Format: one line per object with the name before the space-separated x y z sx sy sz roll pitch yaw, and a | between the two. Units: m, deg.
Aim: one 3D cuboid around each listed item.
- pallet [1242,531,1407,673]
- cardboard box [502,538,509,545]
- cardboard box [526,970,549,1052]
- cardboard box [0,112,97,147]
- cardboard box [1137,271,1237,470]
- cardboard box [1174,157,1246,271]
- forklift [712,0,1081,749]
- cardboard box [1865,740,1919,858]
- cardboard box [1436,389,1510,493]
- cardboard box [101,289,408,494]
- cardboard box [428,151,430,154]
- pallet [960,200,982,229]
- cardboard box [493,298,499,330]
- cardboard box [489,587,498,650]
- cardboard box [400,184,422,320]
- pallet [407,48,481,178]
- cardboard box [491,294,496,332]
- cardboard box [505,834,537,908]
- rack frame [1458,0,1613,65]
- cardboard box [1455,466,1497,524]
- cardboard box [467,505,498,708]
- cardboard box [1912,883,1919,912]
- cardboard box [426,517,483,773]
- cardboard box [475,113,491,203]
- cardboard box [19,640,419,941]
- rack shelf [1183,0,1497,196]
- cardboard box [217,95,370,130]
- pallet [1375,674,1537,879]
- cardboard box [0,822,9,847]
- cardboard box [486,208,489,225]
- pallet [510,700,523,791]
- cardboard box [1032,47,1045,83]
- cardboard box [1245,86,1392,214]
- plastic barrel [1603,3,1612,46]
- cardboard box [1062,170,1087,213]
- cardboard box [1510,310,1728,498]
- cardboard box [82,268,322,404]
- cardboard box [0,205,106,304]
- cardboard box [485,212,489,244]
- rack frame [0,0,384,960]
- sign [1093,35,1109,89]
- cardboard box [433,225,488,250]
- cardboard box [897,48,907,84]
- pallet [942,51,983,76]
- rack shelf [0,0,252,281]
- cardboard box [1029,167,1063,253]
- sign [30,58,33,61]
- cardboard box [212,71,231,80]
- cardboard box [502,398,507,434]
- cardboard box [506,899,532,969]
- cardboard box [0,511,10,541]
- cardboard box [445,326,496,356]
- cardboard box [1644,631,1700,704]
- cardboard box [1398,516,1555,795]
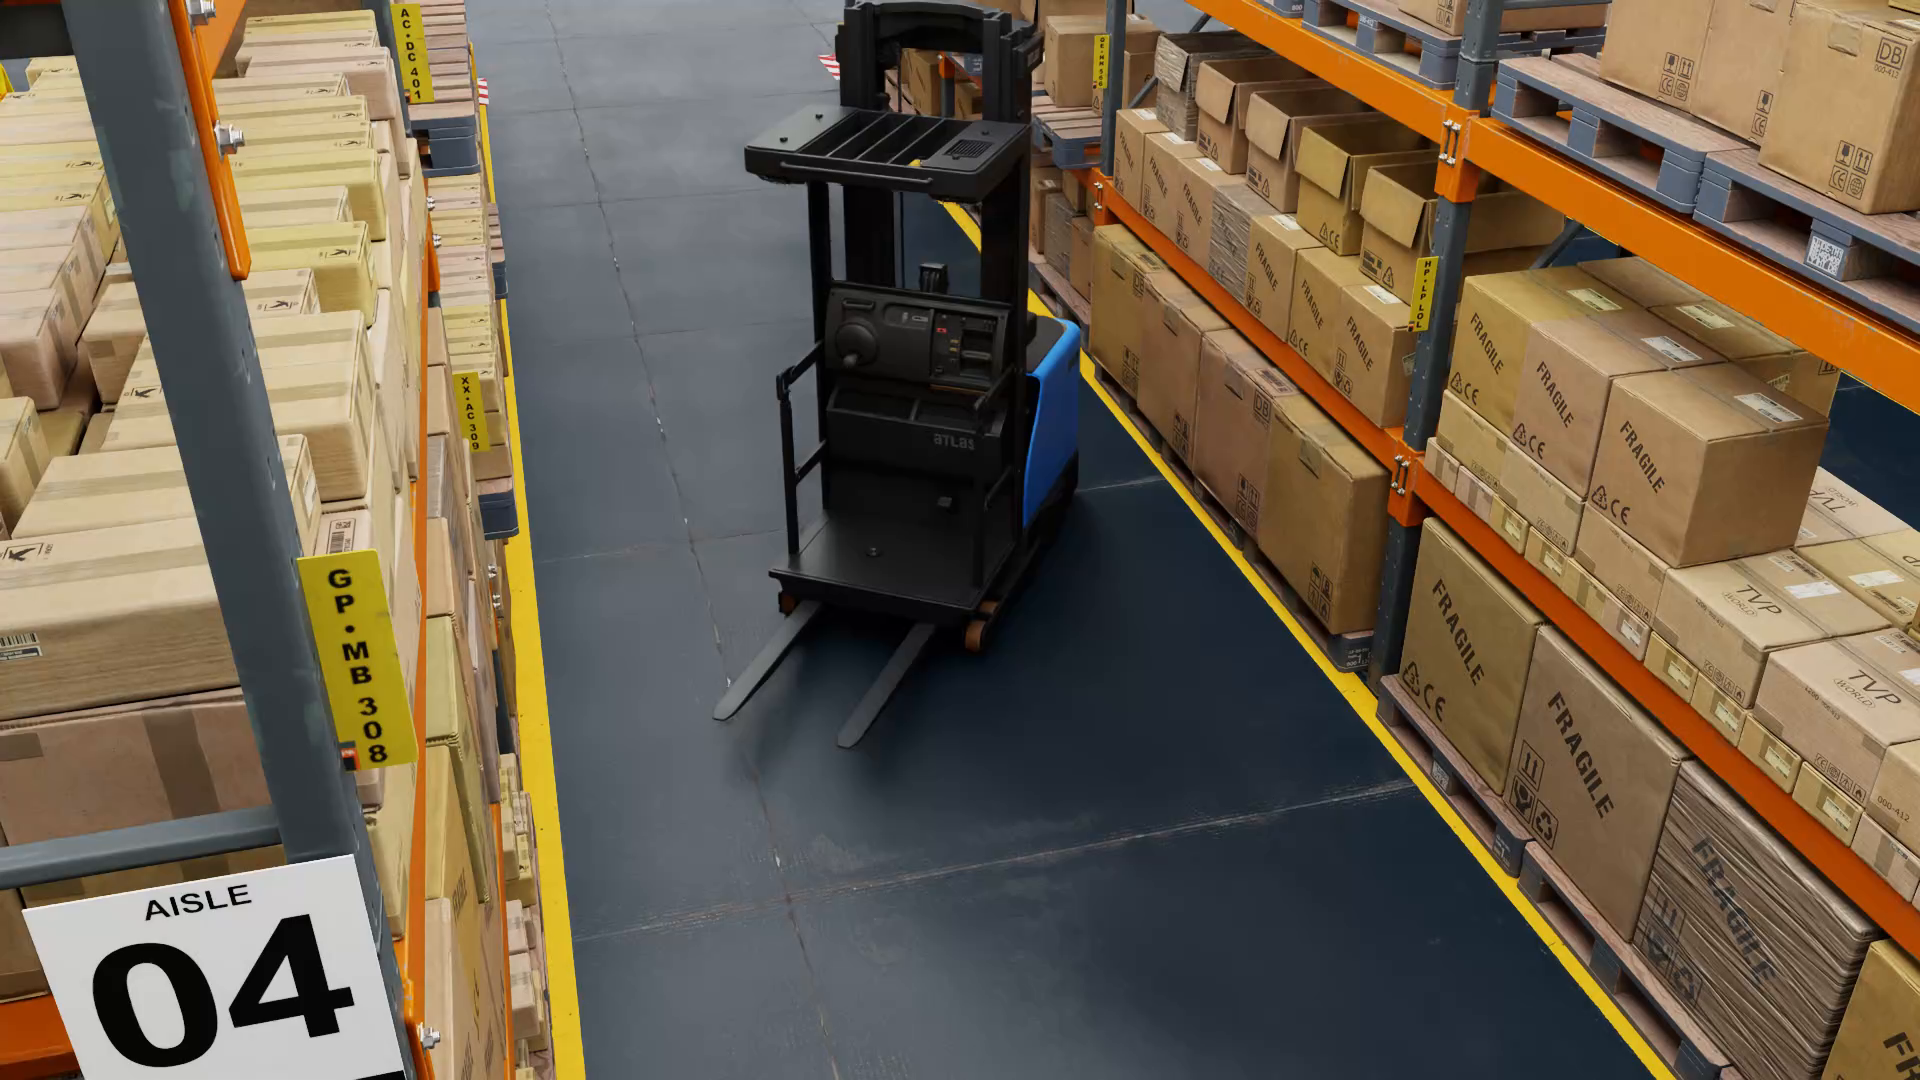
pallet | 2.181 0.209 8.679 1.003 0.211 1.213 -8 31 -13
cardboard box | -2.696 -0.269 8.797 0.500 0.500 0.500 -9 31 -16
cardboard box | -1.643 1.671 5.795 0.380 0.149 0.250 -8 31 -13
cardboard box | -2.232 -0.971 4.192 0.380 0.149 0.250 -9 31 -15
cardboard box | 1.789 -1.062 9.792 1.225 0.875 0.875 -8 31 -13
cardboard box | 1.542 -1.844 9.342 0.500 0.500 0.500 -8 31 -14
forklift | -0.288 -0.939 7.946 1.130 2.935 3.031 10 32 17
cardboard box | 3.001 0.789 4.746 0.500 0.250 0.500 -8 31 -14
cardboard box | 2.330 -0.438 6.864 0.500 0.250 0.500 -8 31 -14
cardboard box | -1.417 -0.287 3.407 0.500 0.250 0.500 -7 31 -13
cardboard box | -2.776 -1.990 8.931 0.380 0.149 0.250 -8 31 -14
pallet | 0.543 -2.917 14.078 1.003 0.211 1.213 -8 31 -13
cardboard box | -2.427 -1.101 7.990 0.380 0.149 0.250 -9 31 -16
cardboard box | -1.876 0.301 5.987 0.380 0.149 0.250 -9 31 -15
cardboard box | -1.839 -0.814 4.818 0.500 0.250 0.500 -8 31 -13
pallet | -2.412 -1.554 6.134 1.213 0.211 1.003 -8 31 -13
cardboard box | -2.295 -0.983 7.489 0.380 0.149 0.250 -7 31 -11
cardboard box | -1.789 1.265 6.201 0.380 0.149 0.250 -9 31 -15
rack frame | 2.458 -3.232 5.851 1.000 3.000 0.127 -8 31 -13
cardboard box | 2.286 -0.213 6.874 0.380 0.149 0.250 -9 31 -15
cardboard box | -1.813 0.250 5.427 0.500 0.500 0.500 -9 31 -15
cardboard box | 2.971 1.030 4.728 0.380 0.149 0.250 -8 31 -13
cardboard box | -1.548 0.308 4.330 0.500 0.500 0.500 -9 31 -15
cardboard box | -4.223 -2.809 12.935 1.050 0.750 0.750 -8 31 -14
cardboard box | -1.162 0.423 2.680 0.500 0.250 0.500 -7 31 -12
rack shelf | 1.927 -2.588 8.451 1.077 0.370 4.000 -8 31 -13
cardboard box | -1.720 -1.030 4.293 0.380 0.149 0.250 -9 31 -15
pallet | 2.585 0.949 7.400 1.003 0.211 1.213 -8 31 -13
cardboard box | -1.657 0.269 2.448 0.500 0.250 0.500 -9 31 -15
cardboard box | -2.774 -1.732 9.080 0.380 0.149 0.250 -8 31 -13
pallet | -2.559 0.806 7.646 1.003 0.211 1.213 -8 31 -13
cardboard box | 0.693 -3.460 11.949 0.396 0.266 0.258 -9 31 -15
cardboard box | 1.930 -2.051 8.699 0.797 0.503 0.637 -7 31 -12
plastic barrel | 5.347 -4.371 13.672 0.433 0.535 0.433 0 30 0
cardboard box | 1.039 -2.575 12.012 0.500 0.250 0.500 -4 30 -8
cardboard box | 2.462 -0.520 6.258 0.500 0.500 0.500 -8 31 -13
cardboard box | -1.442 -0.396 3.198 0.380 0.149 0.250 -7 31 -12
cardboard box | -2.048 -0.583 3.521 0.380 0.149 0.250 -9 31 -15
cardboard box | -2.632 -1.604 8.562 0.380 0.149 0.250 -8 31 -13
rack frame | -1.289 -0.689 1.458 1.000 3.000 0.127 -8 31 -13
sign | 0.876 -2.958 10.289 0.100 0.325 0.005 -8 31 -13
cardboard box | -2.431 -1.361 7.844 0.380 0.149 0.250 -7 31 -12
cardboard box | -0.386 -4.943 16.872 0.500 0.500 0.500 0 30 0
pallet | 0.397 -4.028 13.406 1.003 0.211 1.213 -8 31 -13
rack shelf | -1.820 -1.343 3.308 1.077 0.370 4.000 -8 31 -13
cardboard box | 0.883 -2.536 12.693 0.700 0.500 0.500 -5 30 -9
sign | -2.885 -1.642 5.188 0.100 0.325 0.005 -8 31 -13
cardboard box | -2.454 -1.210 5.003 0.500 0.250 0.500 -7 31 -12
cardboard box | -2.091 -0.482 6.921 0.380 0.149 0.250 -7 31 -12
cardboard box | -1.672 1.399 5.672 0.380 0.149 0.250 -9 31 -16
cardboard box | -1.652 0.034 2.455 0.380 0.149 0.250 -7 31 -13
cardboard box | -2.092 -0.741 6.773 0.380 0.149 0.250 -7 31 -12
cardboard box | 2.631 0.413 5.793 0.380 0.149 0.250 -9 31 -15
cardboard box | 2.556 0.432 7.212 0.875 0.875 0.875 -8 31 -13
